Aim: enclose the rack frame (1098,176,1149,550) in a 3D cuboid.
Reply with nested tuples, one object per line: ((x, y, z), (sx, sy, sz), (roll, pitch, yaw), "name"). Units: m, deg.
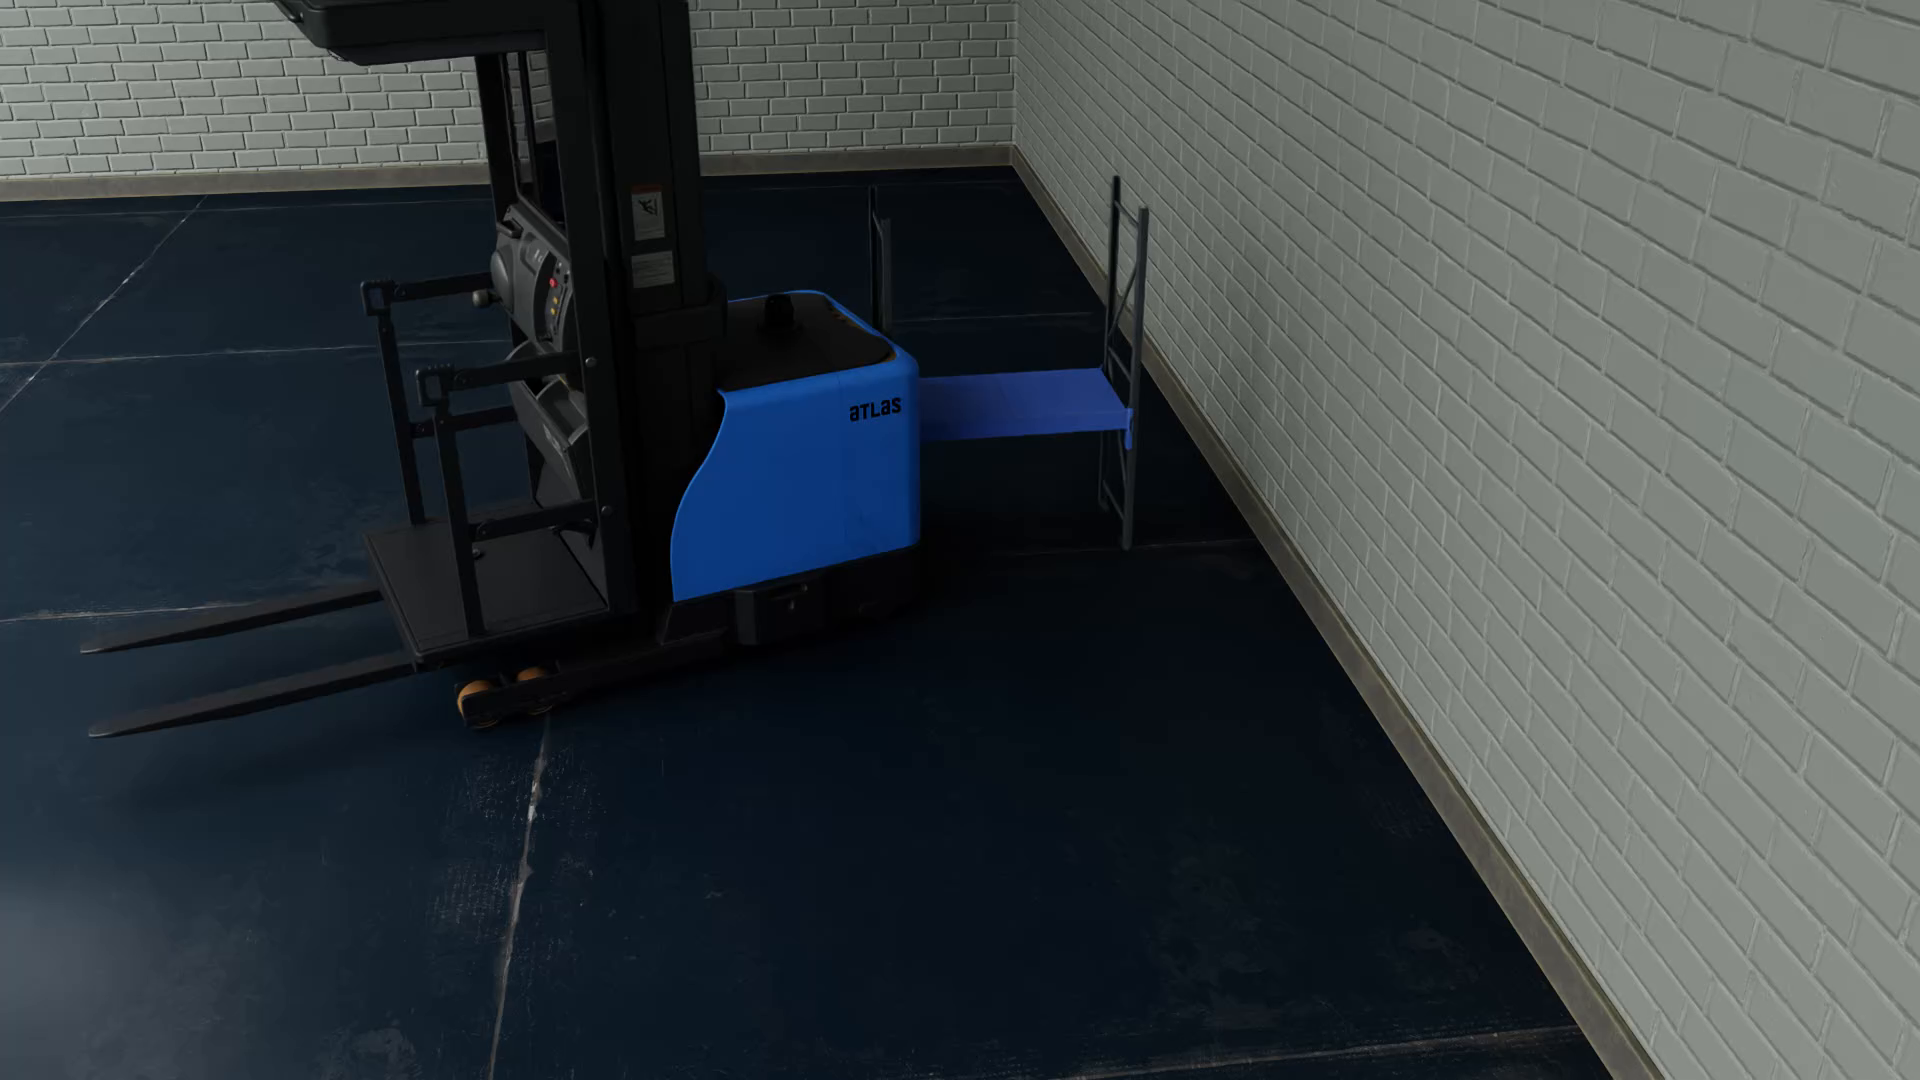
((0.684, -0.736, 7.042), (0.032, 1.500, 0.500), (-4, 27, -8), "rack frame")

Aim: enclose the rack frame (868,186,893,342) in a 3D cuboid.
((-0.320, -0.664, 6.901), (0.032, 1.500, 0.500), (-4, 27, -8), "rack frame")

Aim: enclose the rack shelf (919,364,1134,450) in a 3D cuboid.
((0.182, -0.540, 7.054), (1.000, 0.185, 0.538), (-4, 27, -8), "rack shelf")

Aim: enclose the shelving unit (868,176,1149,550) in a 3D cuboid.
((0.182, -0.700, 6.972), (1.048, 1.500, 0.538), (-4, 27, -8), "shelving unit")

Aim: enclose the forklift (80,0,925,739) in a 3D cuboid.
((-1.688, -0.908, 5.810), (3.031, 2.935, 1.130), (-13, 30, -24), "forklift")
